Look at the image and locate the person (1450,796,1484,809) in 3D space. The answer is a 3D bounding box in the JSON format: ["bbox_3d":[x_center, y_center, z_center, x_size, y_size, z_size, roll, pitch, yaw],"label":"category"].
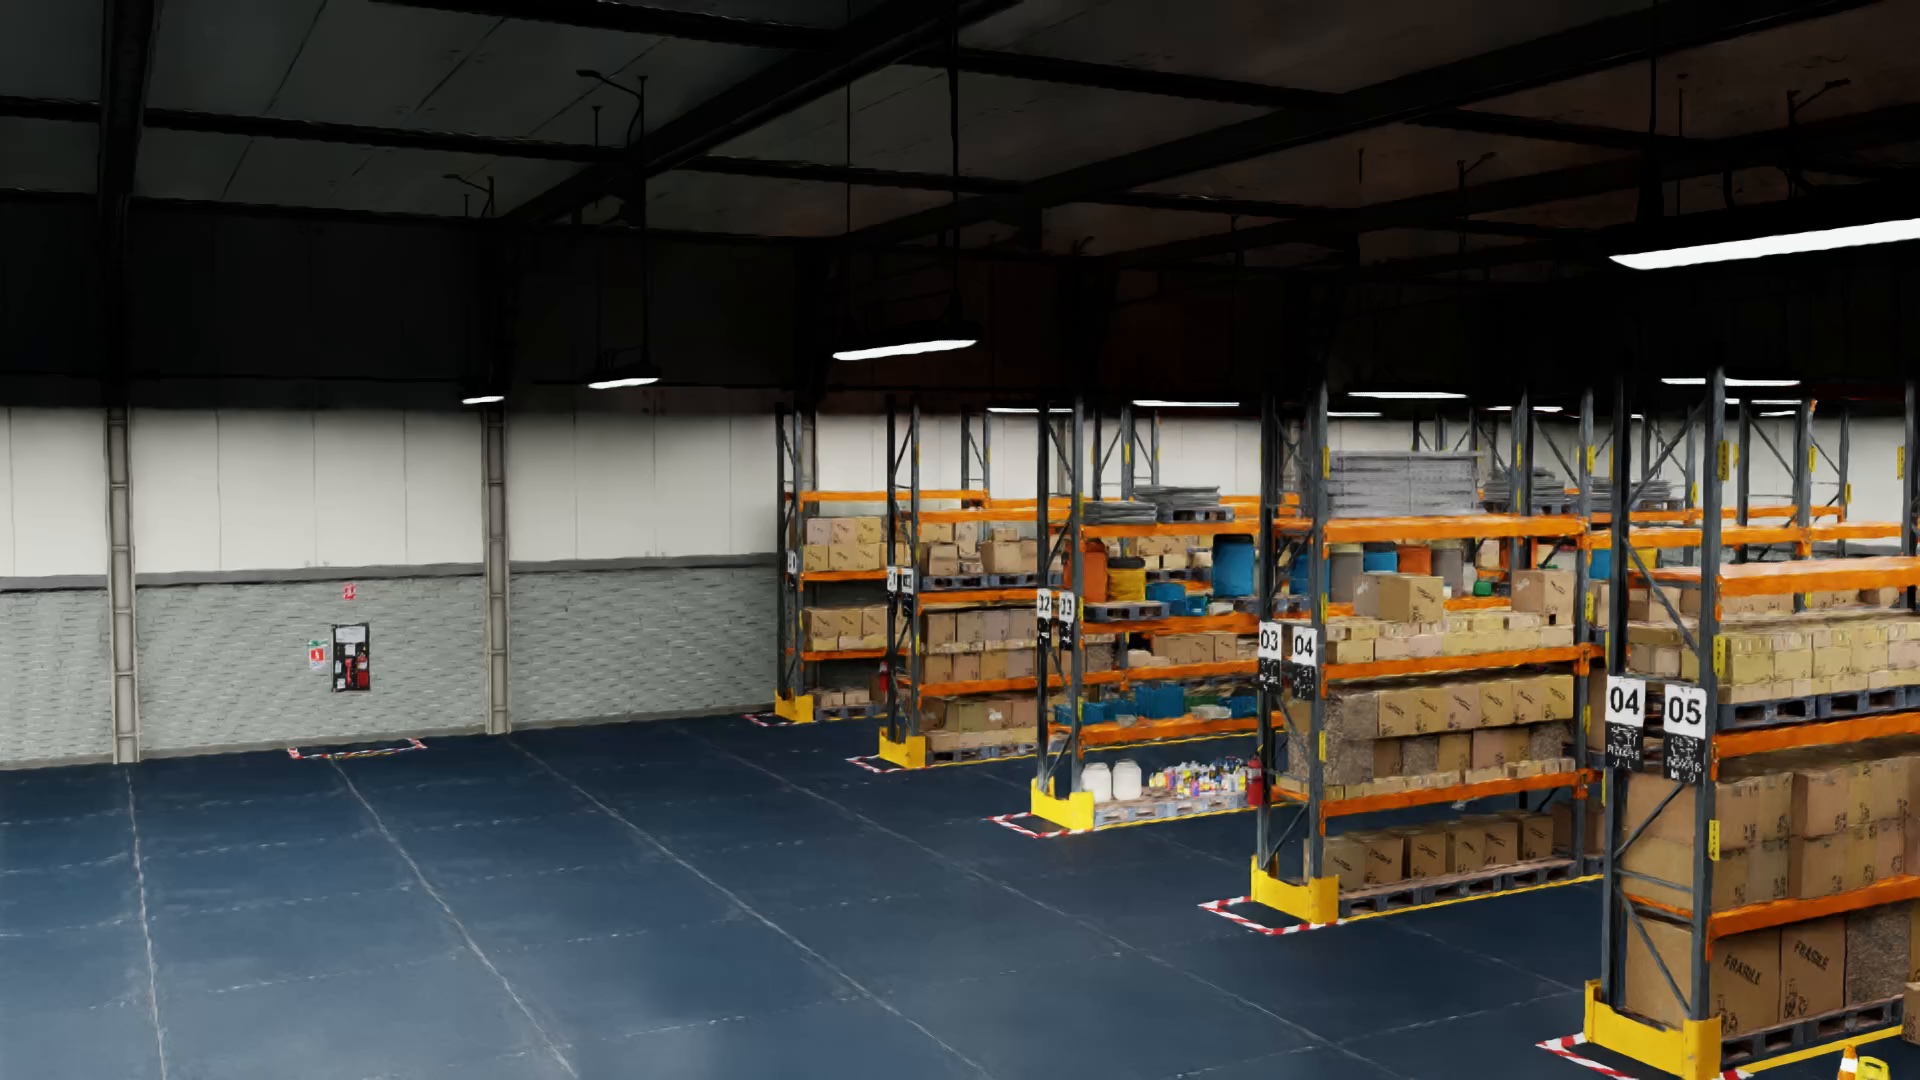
[{"bbox_3d":[7.233,2.991,23.768,0.994,1.622,0.482,-2,4,-36],"label":"person"}]
